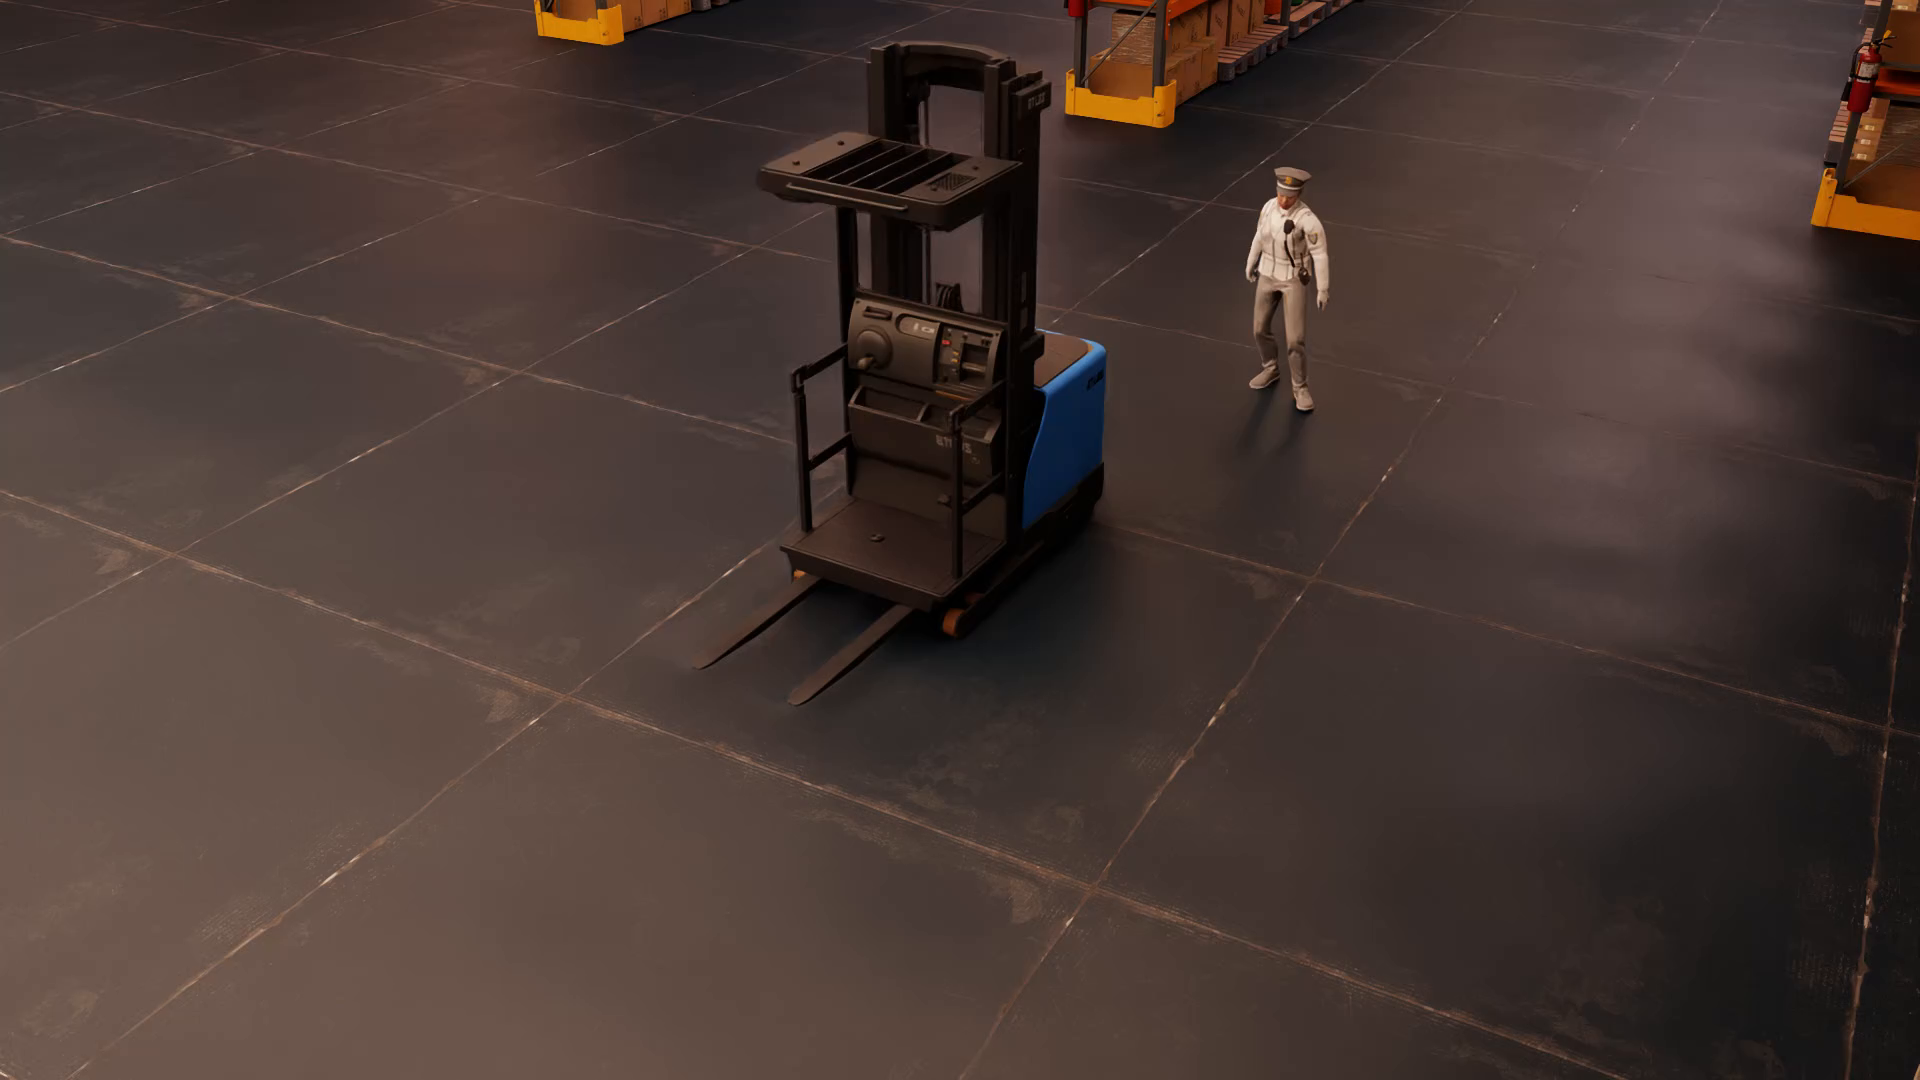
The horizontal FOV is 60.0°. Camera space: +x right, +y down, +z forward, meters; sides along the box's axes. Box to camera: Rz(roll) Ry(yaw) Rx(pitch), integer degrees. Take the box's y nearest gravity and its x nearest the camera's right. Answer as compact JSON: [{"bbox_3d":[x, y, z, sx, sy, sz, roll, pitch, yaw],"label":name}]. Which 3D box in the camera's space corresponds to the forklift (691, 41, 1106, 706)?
[{"bbox_3d":[-0.305,-0.999,8.802,1.130,2.935,3.031,17,34,26],"label":"forklift"}]

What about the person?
[{"bbox_3d":[2.244,-1.769,11.448,0.394,1.637,0.795,-25,38,-36],"label":"person"}]
